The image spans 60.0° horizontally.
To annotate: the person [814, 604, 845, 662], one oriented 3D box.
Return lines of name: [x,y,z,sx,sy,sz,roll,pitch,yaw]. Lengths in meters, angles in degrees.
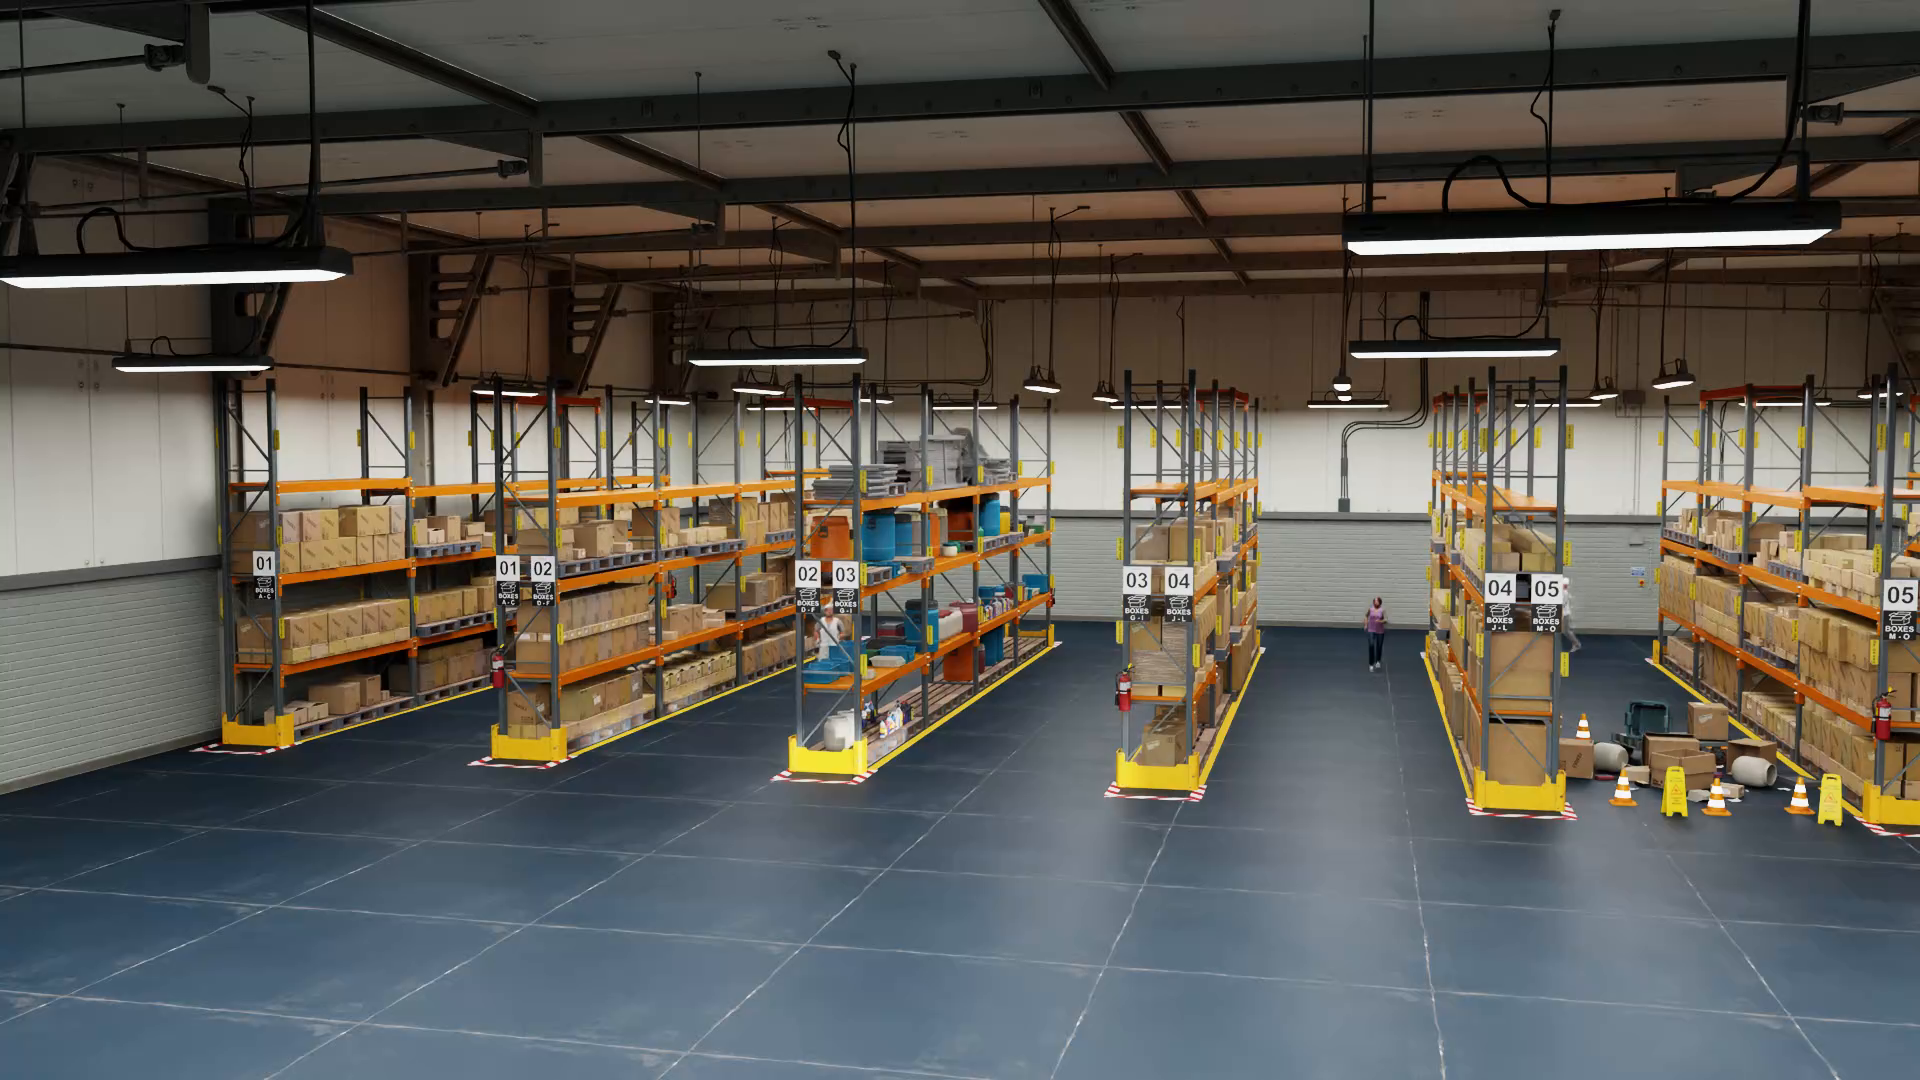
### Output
person: [-2.622,2.143,33.091,0.654,1.742,0.586,0,3,5]

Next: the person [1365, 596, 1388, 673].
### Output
person: [9.018,2.040,36.053,0.493,1.648,0.717,1,4,13]

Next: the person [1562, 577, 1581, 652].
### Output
person: [14.054,1.777,38.802,0.840,1.817,0.643,0,3,6]
